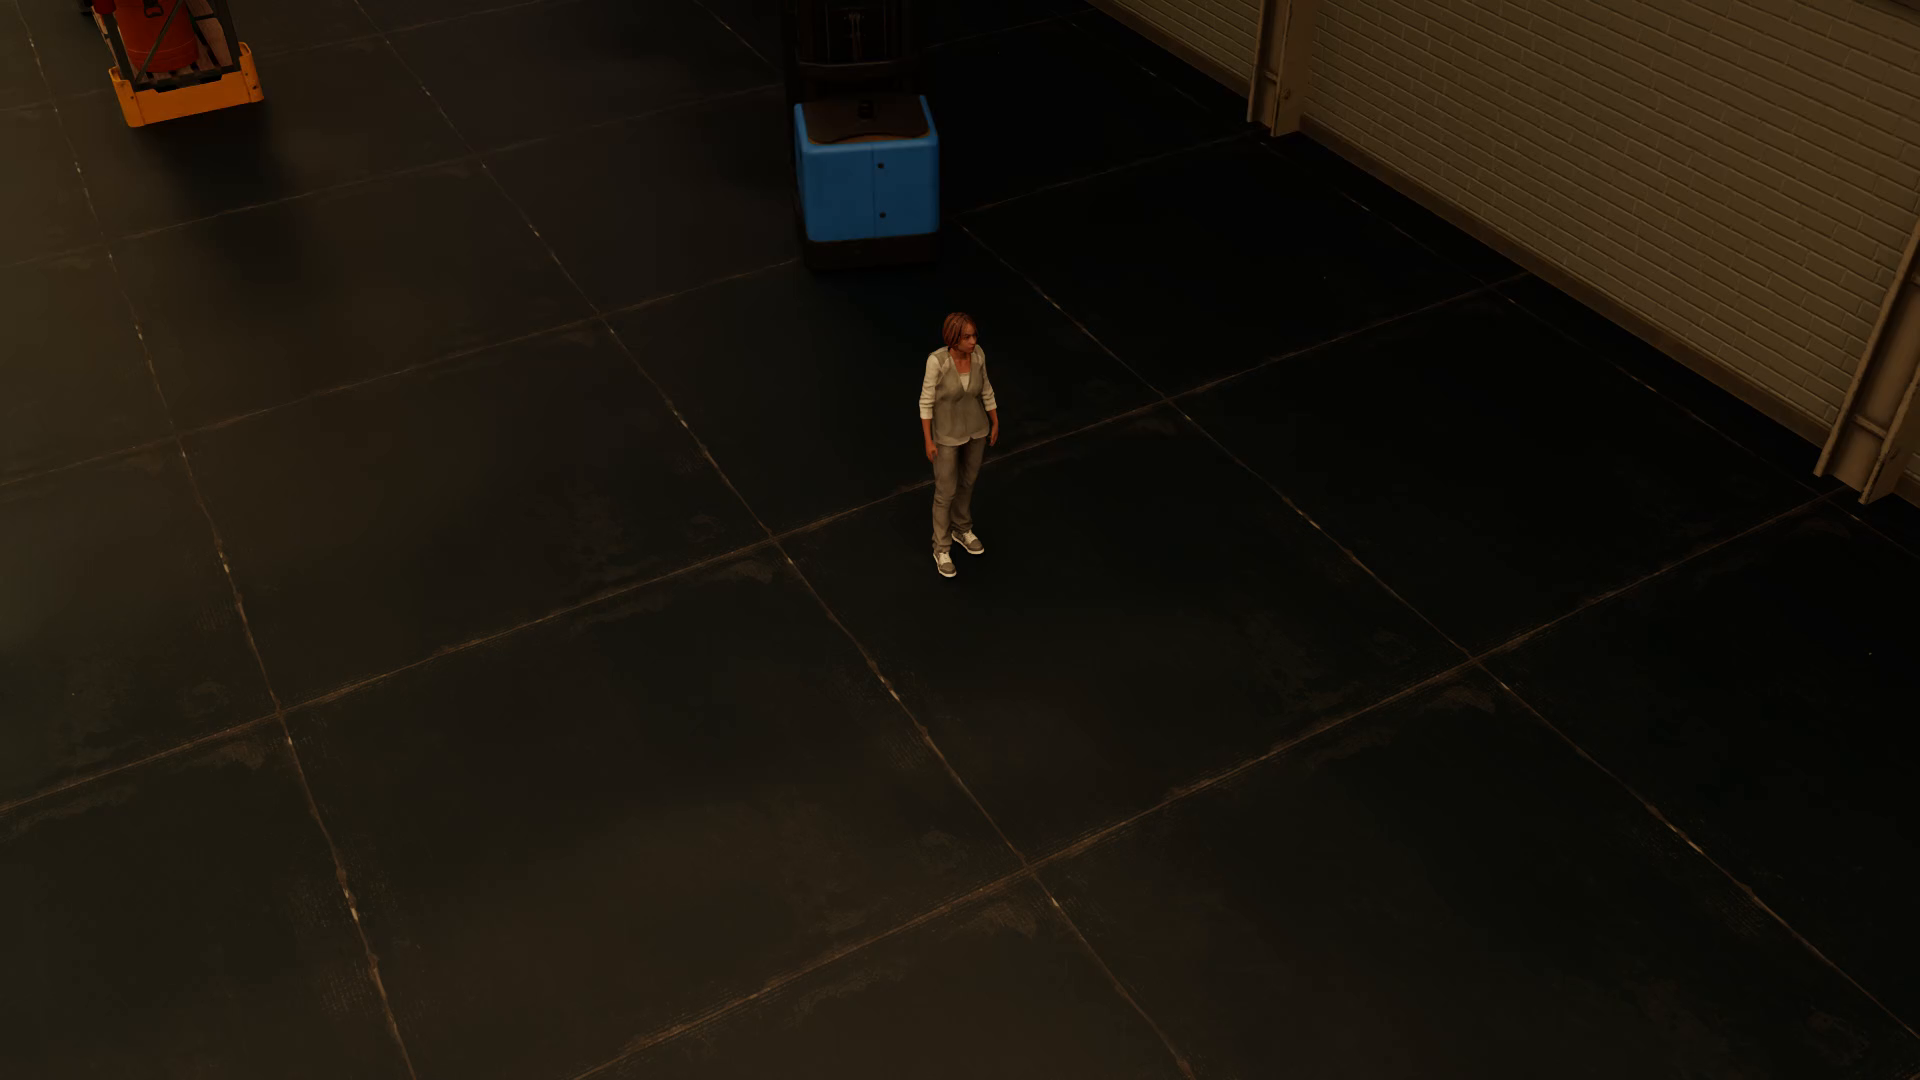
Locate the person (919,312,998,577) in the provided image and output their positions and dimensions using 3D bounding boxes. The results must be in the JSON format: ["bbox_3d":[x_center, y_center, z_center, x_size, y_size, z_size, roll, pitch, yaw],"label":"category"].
[{"bbox_3d":[0.025,-0.569,9.767,0.520,1.585,0.473,-20,44,-23],"label":"person"}]

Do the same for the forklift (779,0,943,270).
[{"bbox_3d":[-0.874,-4.130,13.015,1.130,2.935,3.031,-6,40,-7],"label":"forklift"}]
